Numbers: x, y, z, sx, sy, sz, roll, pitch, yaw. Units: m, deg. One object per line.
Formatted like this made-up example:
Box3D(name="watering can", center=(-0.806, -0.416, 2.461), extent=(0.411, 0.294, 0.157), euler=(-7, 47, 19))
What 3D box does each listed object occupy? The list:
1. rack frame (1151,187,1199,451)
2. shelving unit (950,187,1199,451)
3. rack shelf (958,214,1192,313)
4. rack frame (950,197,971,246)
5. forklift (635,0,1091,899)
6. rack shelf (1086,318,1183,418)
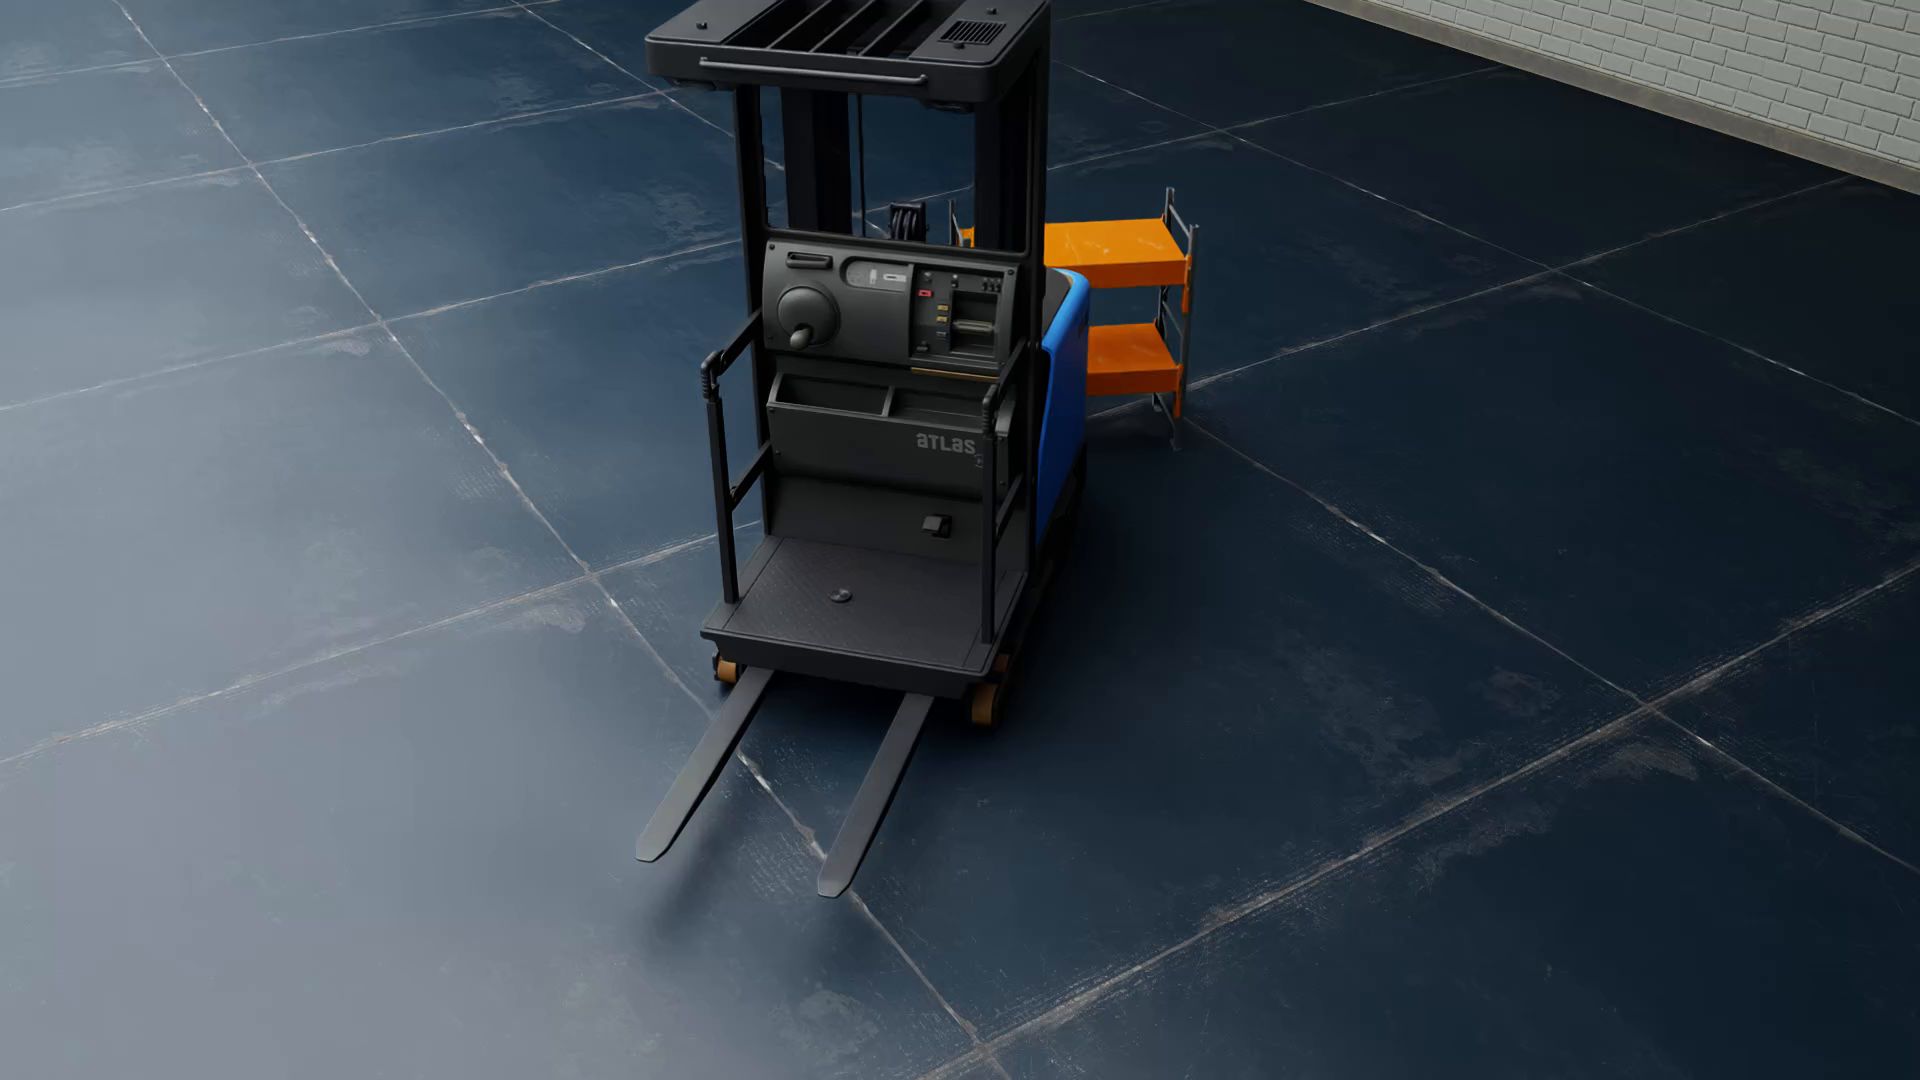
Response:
Box3D(name="rack frame", center=(1.008, -1.035, 7.836), extent=(0.032, 1.125, 0.500), euler=(-4, 32, -6))
Box3D(name="shelving unit", center=(0.503, -1.000, 7.781), extent=(1.048, 1.125, 0.538), euler=(-4, 32, -6))
Box3D(name="rack shelf", center=(0.503, -1.248, 7.625), extent=(1.000, 0.278, 0.538), euler=(-4, 32, -6))
Box3D(name="rack frame", center=(-0.001, -0.966, 7.727), extent=(0.032, 1.125, 0.500), euler=(-4, 32, -6))
Box3D(name="forklift", center=(-0.309, -0.780, 5.739), extent=(1.130, 2.935, 3.031), euler=(8, 33, 13))
Box3D(name="rack shelf", center=(0.503, -0.793, 7.912), extent=(1.000, 0.278, 0.538), euler=(-4, 32, -6))
